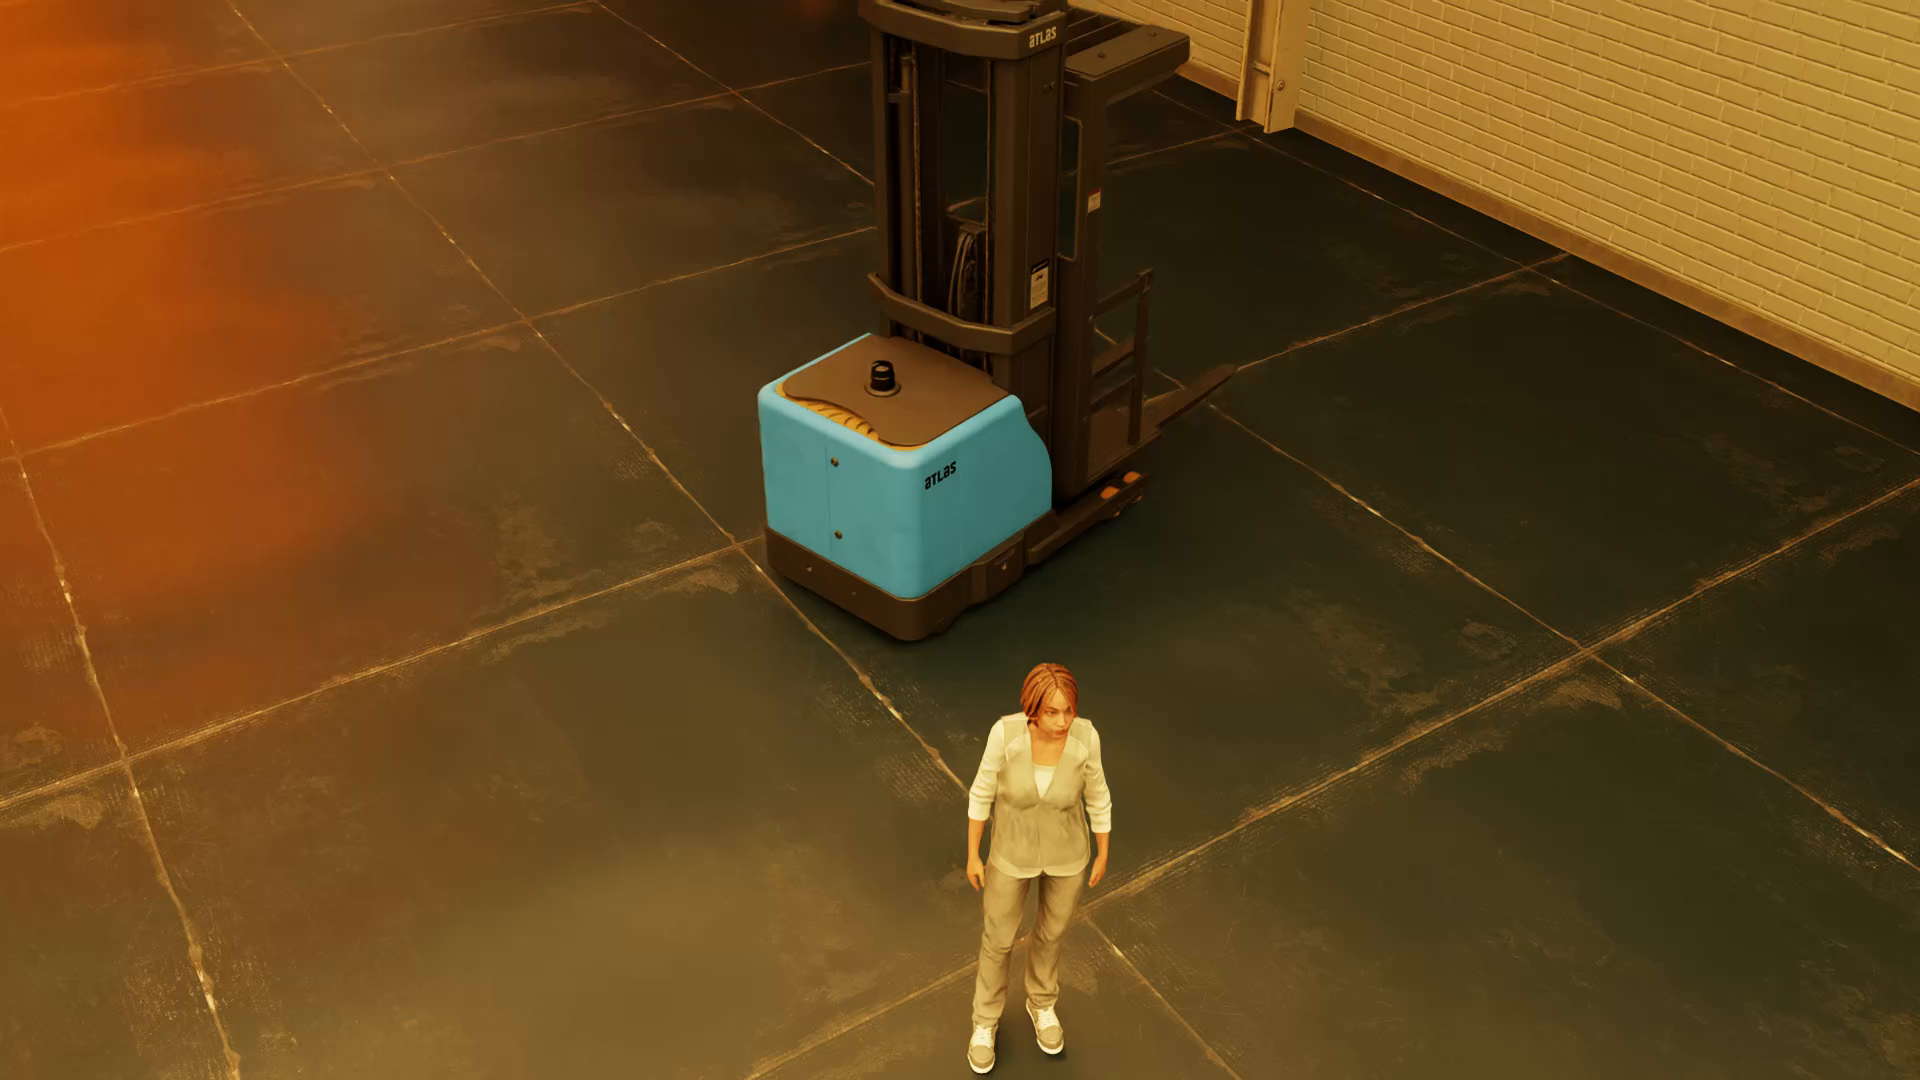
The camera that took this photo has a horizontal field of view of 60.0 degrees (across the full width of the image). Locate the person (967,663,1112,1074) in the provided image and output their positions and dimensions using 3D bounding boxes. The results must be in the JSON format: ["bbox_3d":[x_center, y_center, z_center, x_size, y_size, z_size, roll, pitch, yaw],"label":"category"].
[{"bbox_3d":[0.271,1.135,5.689,0.504,1.605,0.454,-2,35,-3],"label":"person"}]

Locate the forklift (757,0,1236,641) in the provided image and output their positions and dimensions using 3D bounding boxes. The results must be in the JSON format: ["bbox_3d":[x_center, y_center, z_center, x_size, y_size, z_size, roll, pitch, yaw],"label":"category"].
[{"bbox_3d":[0.371,-1.490,8.268,1.130,2.935,3.031,27,43,33],"label":"forklift"}]
